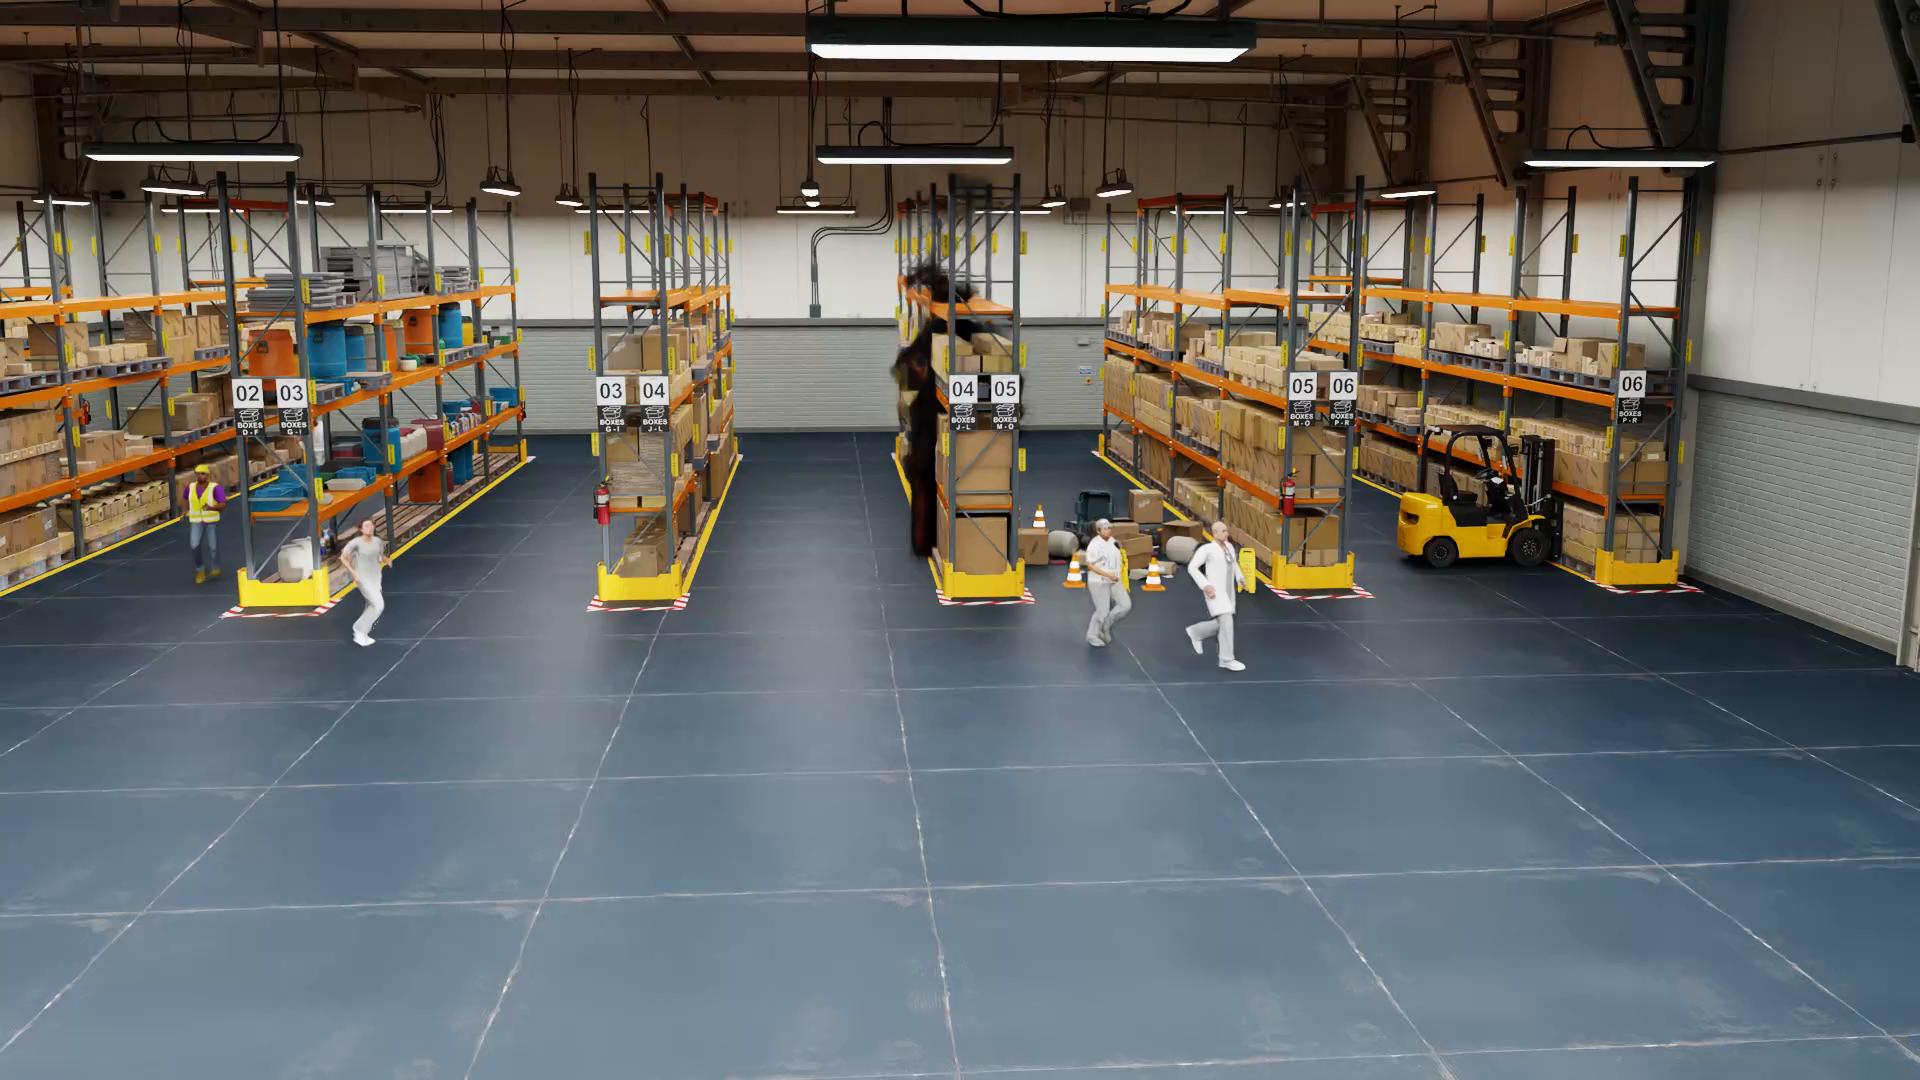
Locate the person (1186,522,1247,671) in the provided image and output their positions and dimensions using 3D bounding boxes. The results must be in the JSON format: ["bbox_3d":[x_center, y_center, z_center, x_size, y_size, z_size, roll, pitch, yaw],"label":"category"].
[{"bbox_3d":[3.068,0.645,19.971,0.742,1.750,0.934,-10,14,-43],"label":"person"}]

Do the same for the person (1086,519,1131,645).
[{"bbox_3d":[1.857,0.533,21.004,0.618,1.627,0.570,-10,14,-44],"label":"person"}]

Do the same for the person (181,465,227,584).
[{"bbox_3d":[-11.363,-0.236,25.002,0.670,1.798,0.728,-2,10,-14],"label":"person"}]

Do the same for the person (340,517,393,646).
[{"bbox_3d":[-7.432,0.522,20.988,0.608,1.633,0.546,5,11,28],"label":"person"}]

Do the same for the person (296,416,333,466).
[{"bbox_3d":[-13.156,-1.800,33.866,0.692,1.743,0.569,-2,10,-12],"label":"person"}]
